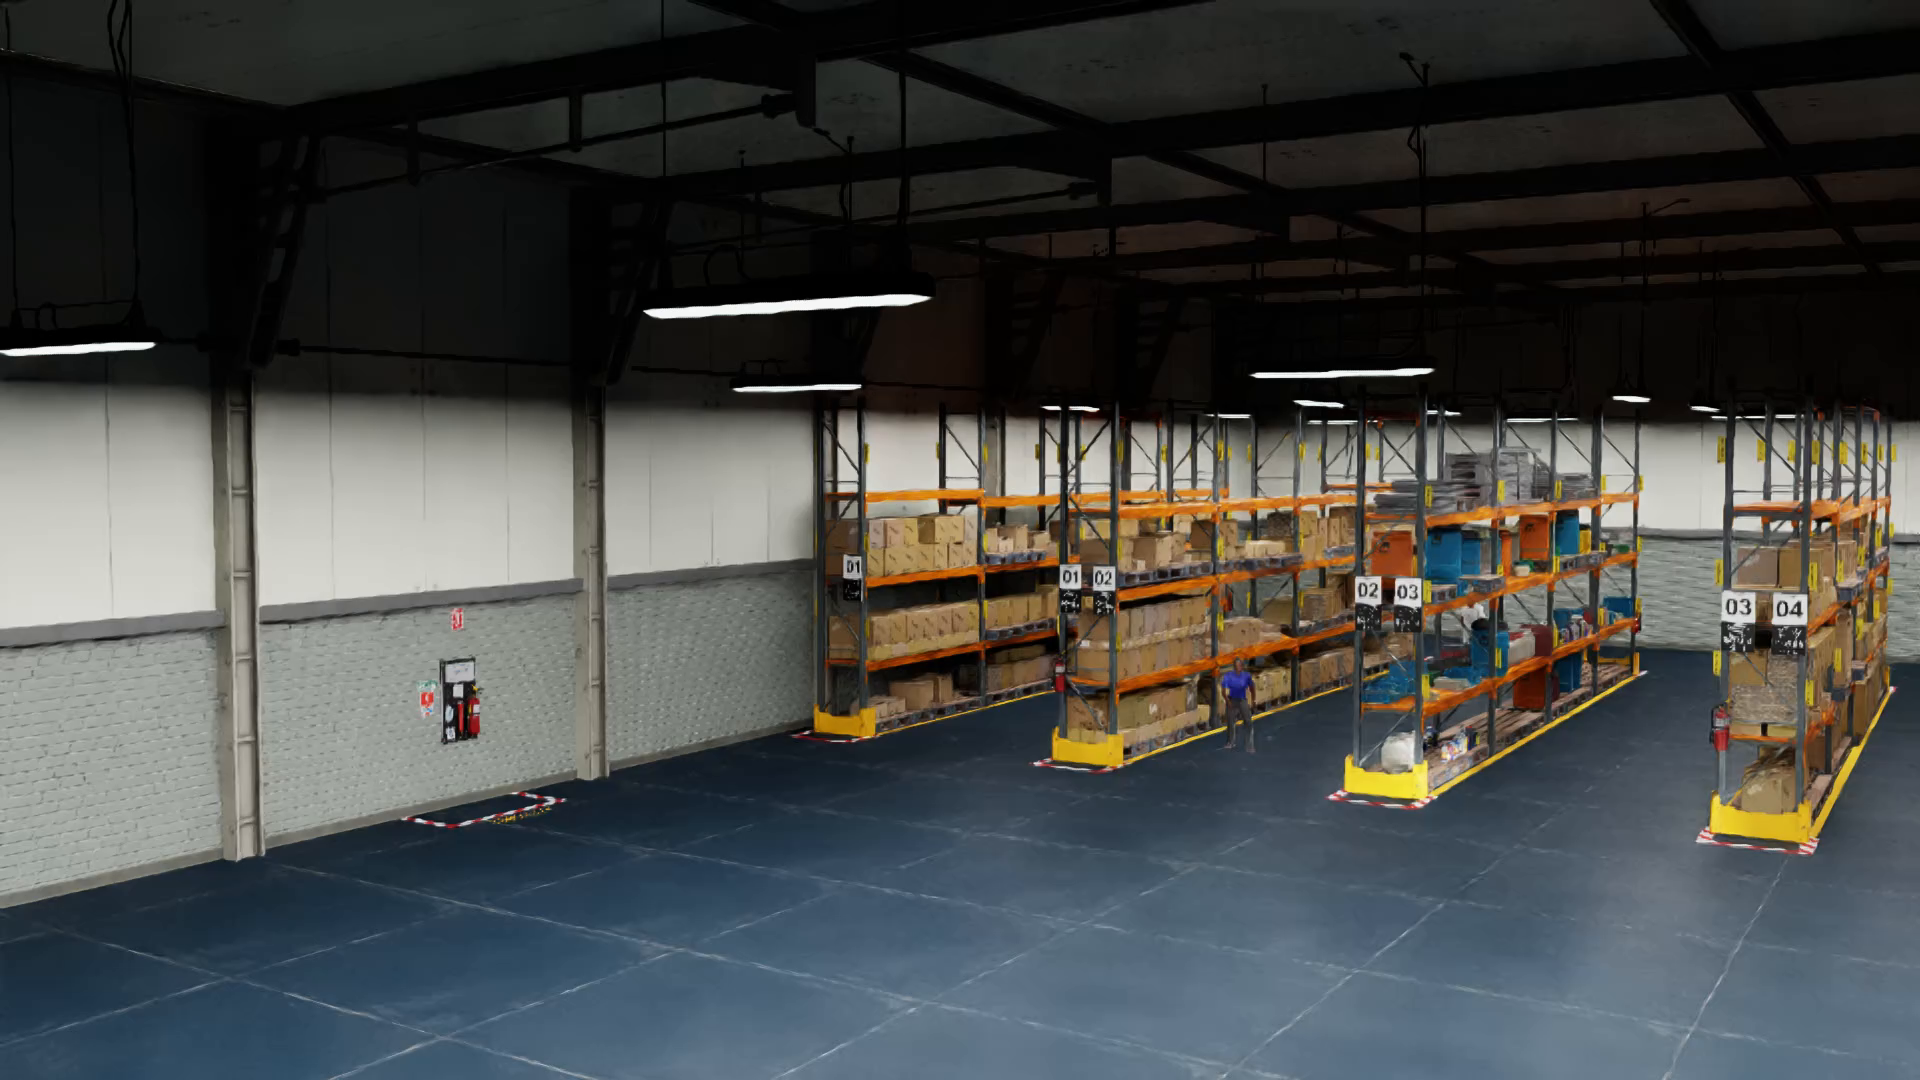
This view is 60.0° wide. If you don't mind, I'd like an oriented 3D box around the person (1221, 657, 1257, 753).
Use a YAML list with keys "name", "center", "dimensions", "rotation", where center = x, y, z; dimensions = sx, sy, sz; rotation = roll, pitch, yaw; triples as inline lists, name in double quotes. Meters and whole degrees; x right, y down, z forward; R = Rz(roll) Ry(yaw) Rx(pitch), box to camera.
- name: "person"
  center: [4.675, 2.790, 27.826]
  dimensions: [0.616, 1.498, 0.761]
  rotation: [1, 3, 12]

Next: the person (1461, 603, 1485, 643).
- name: "person"
  center: [12.132, 2.080, 39.389]
  dimensions: [0.591, 1.716, 1.042]
  rotation: [2, 4, 31]

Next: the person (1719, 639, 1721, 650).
- name: "person"
  center: [16.117, 2.419, 34.655]
  dimensions: [0.566, 1.541, 0.519]
  rotation: [2, 3, 29]
